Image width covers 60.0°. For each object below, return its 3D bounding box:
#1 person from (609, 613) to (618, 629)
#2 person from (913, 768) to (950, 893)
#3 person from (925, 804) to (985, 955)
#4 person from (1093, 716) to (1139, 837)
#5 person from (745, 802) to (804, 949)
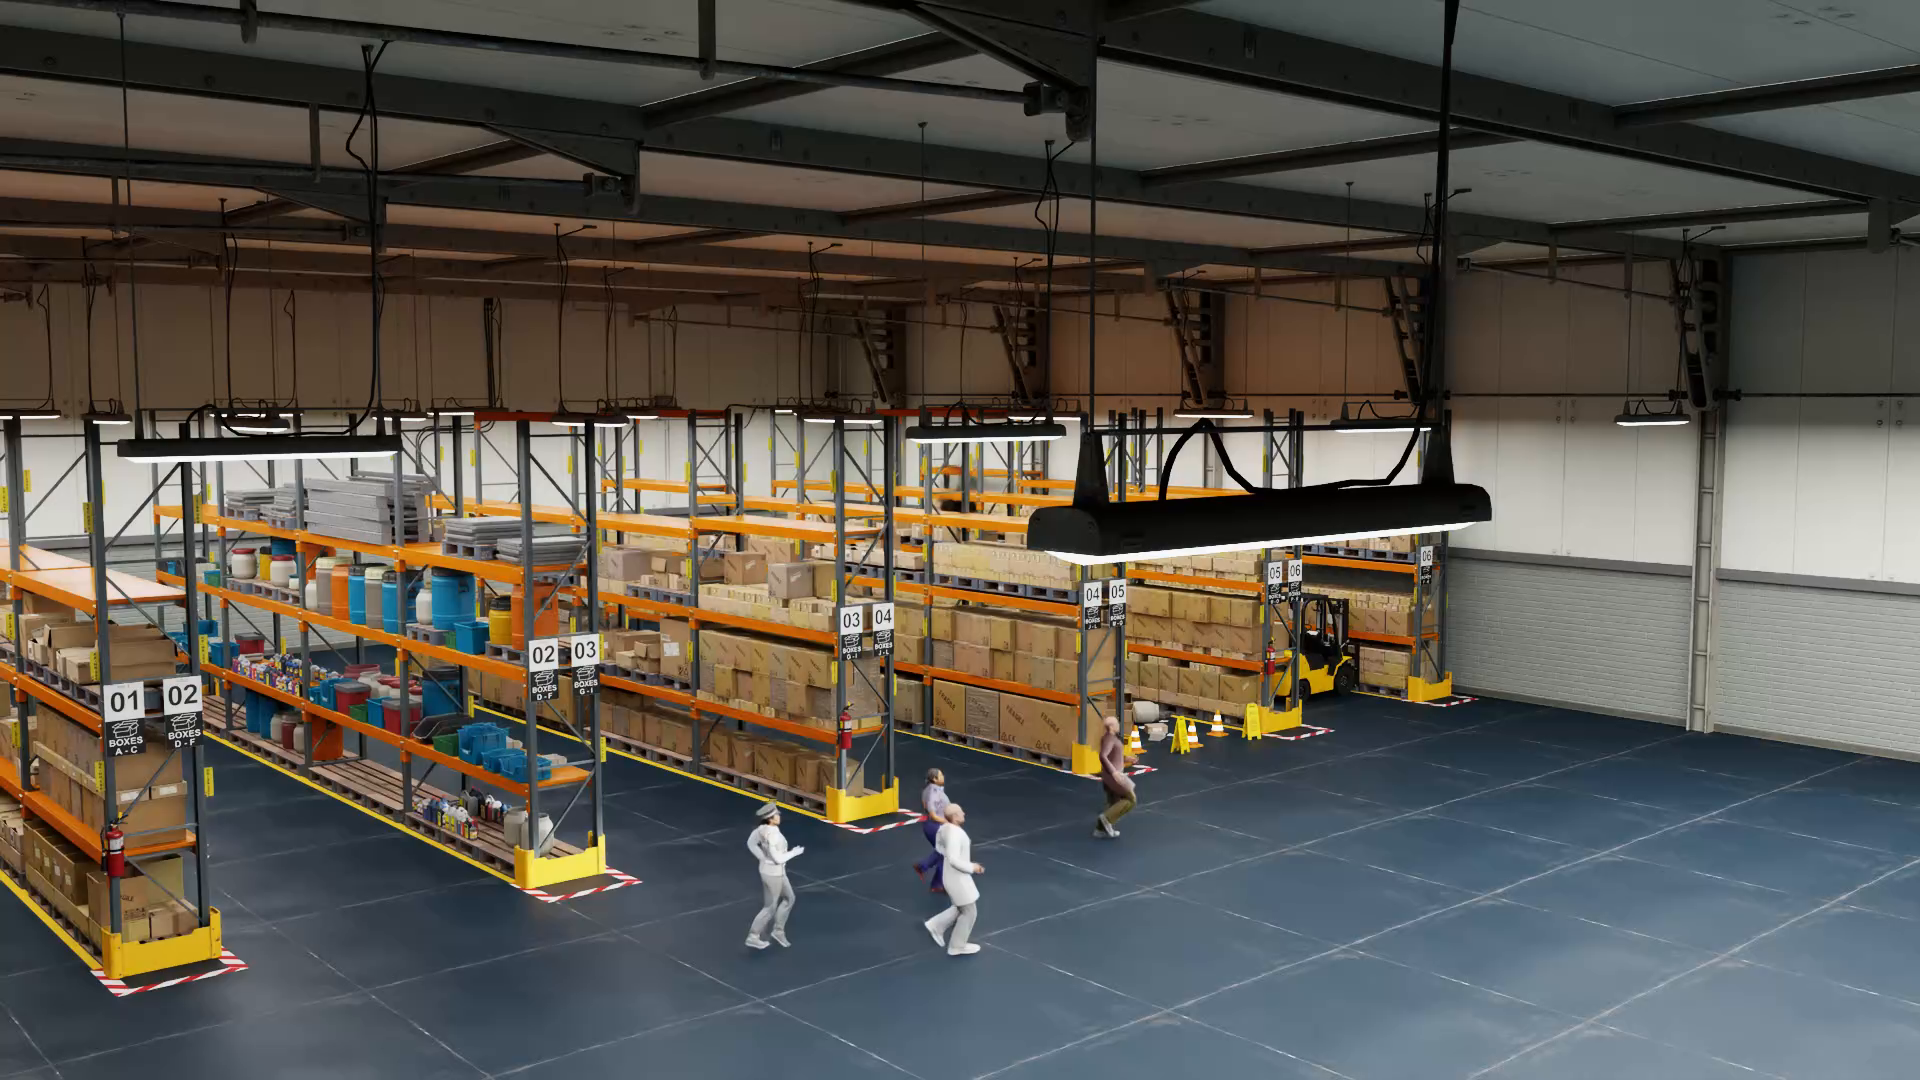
[{"bbox_3d":[-8.511,1.844,41.361,0.834,1.712,0.726,-2,5,-17],"label":"person"},{"bbox_3d":[-0.286,3.679,21.129,0.536,1.596,0.604,-1,5,-7],"label":"person"},{"bbox_3d":[-0.065,3.821,18.715,0.637,1.732,0.731,-1,5,-13],"label":"person"},{"bbox_3d":[2.233,3.374,23.683,0.655,1.737,0.692,-1,5,-6],"label":"person"},{"bbox_3d":[-2.118,3.830,18.909,0.684,1.736,0.592,-1,5,-15],"label":"person"}]
